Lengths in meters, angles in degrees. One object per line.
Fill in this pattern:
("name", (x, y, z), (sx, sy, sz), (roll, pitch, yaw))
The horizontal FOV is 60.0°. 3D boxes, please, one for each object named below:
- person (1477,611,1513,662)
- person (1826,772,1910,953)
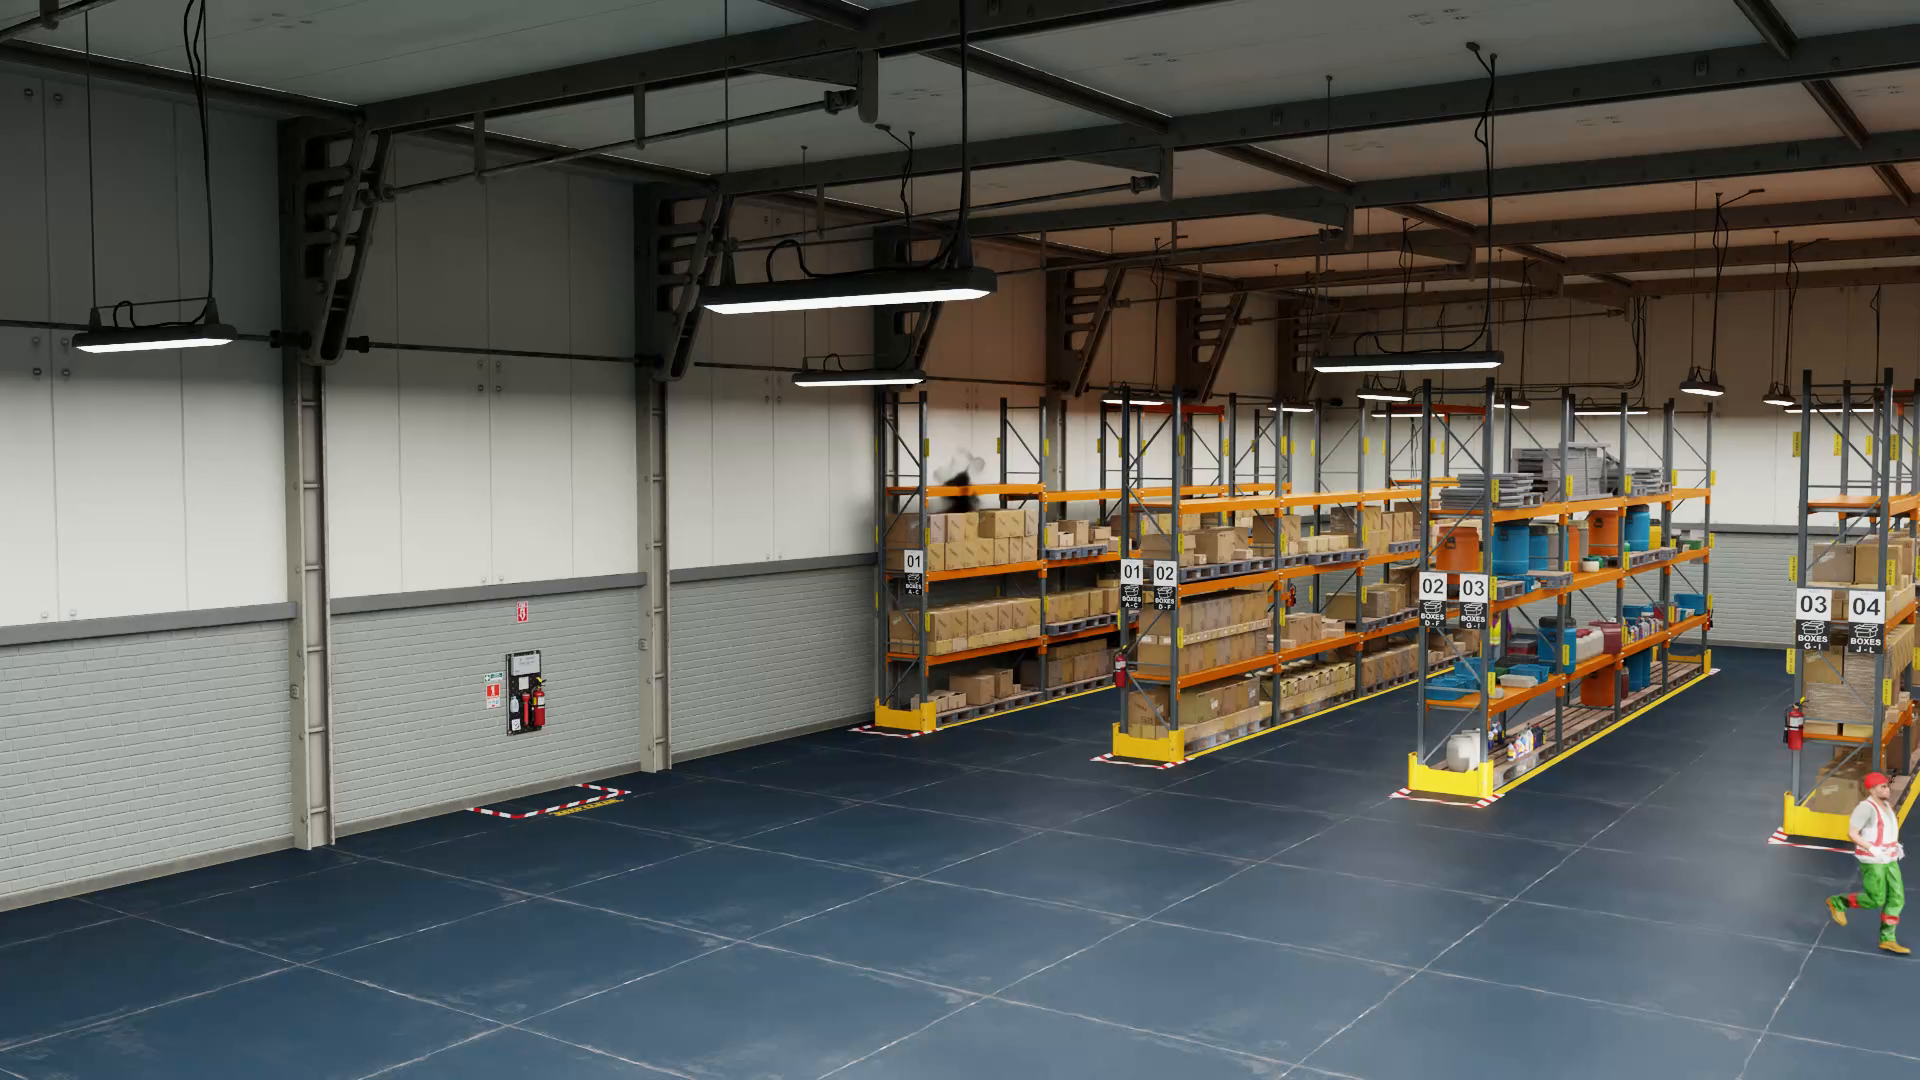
("person", (11.332, 2.197, 35.183), (0.689, 1.716, 0.653), (2, 4, 27))
("person", (9.168, 3.205, 16.706), (0.655, 1.762, 0.823), (-2, 4, -30))
